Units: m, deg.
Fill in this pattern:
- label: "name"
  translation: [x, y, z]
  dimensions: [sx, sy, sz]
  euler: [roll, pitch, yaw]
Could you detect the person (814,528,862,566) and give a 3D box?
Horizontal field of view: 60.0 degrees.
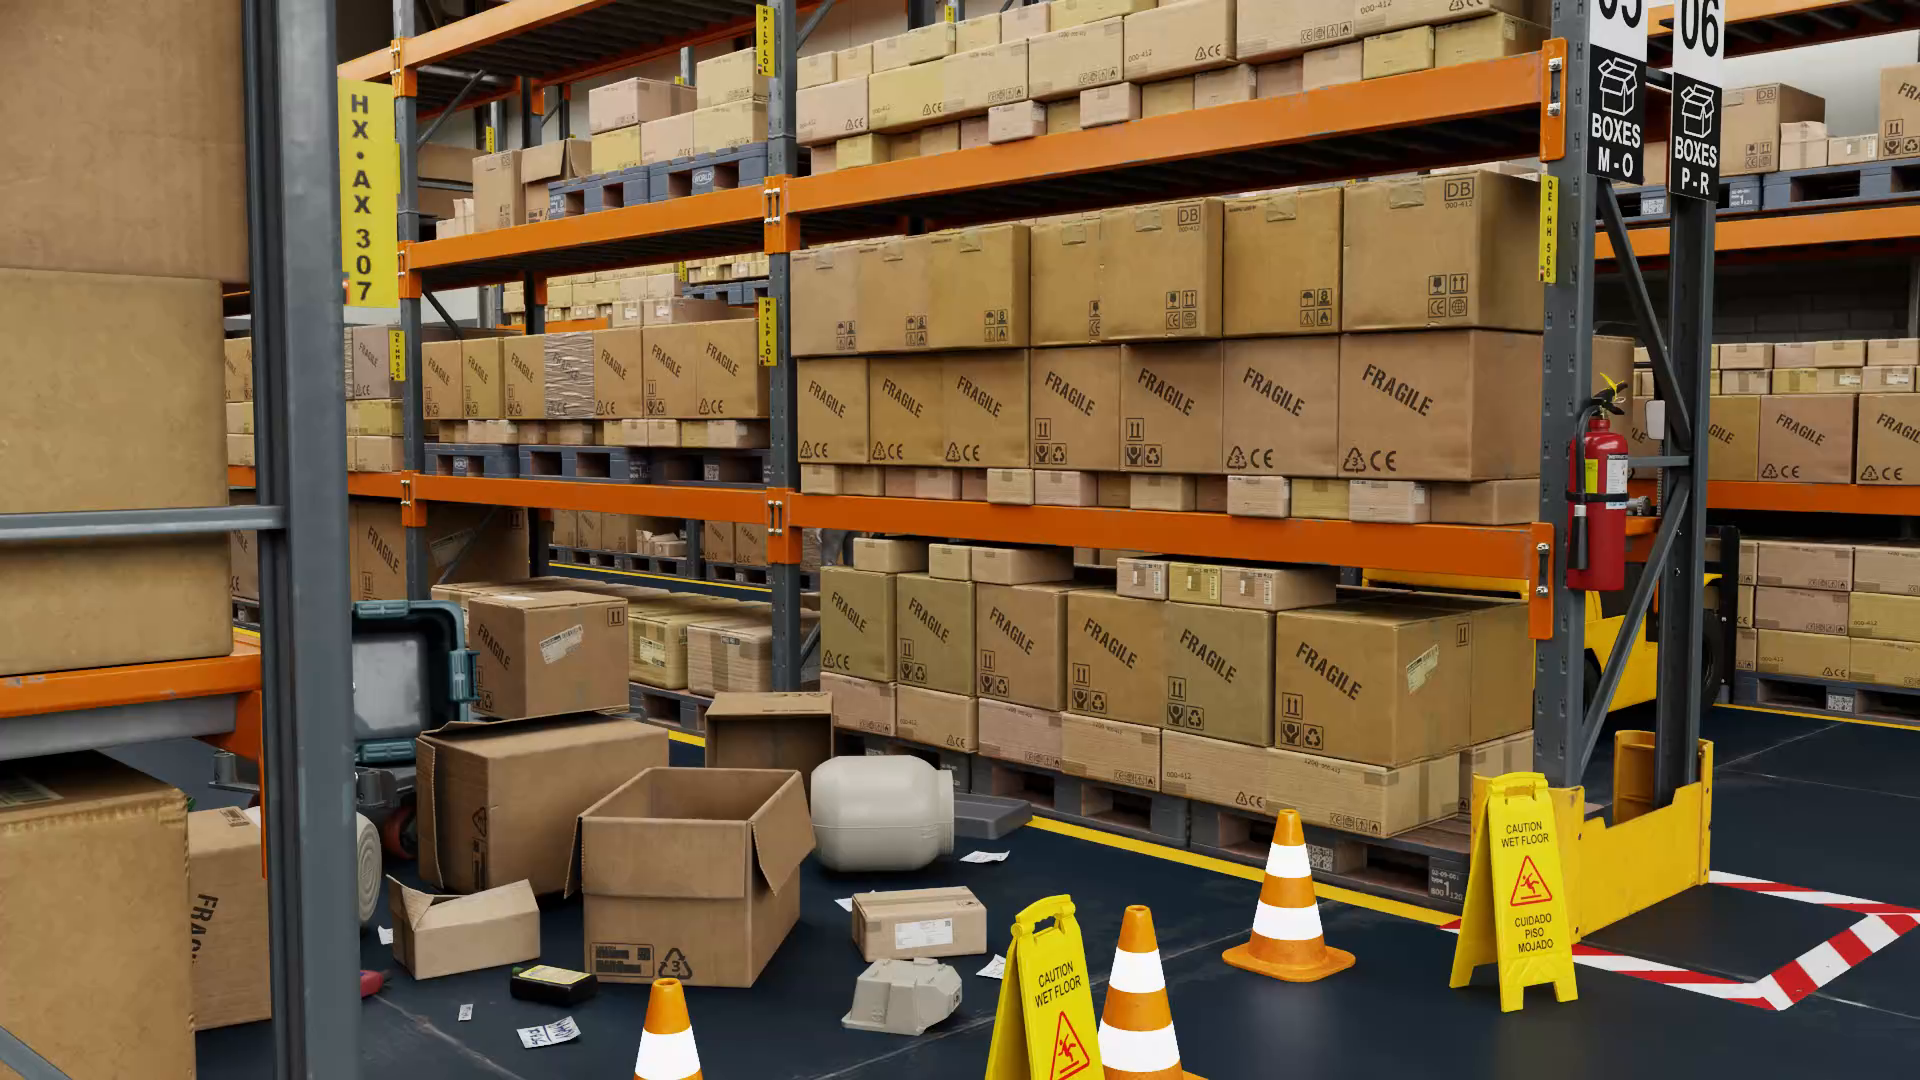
- label: "person"
  translation: [-0.966, -0.129, 13.354]
  dimensions: [0.375, 1.662, 0.542]
  euler: [4, 5, 42]
